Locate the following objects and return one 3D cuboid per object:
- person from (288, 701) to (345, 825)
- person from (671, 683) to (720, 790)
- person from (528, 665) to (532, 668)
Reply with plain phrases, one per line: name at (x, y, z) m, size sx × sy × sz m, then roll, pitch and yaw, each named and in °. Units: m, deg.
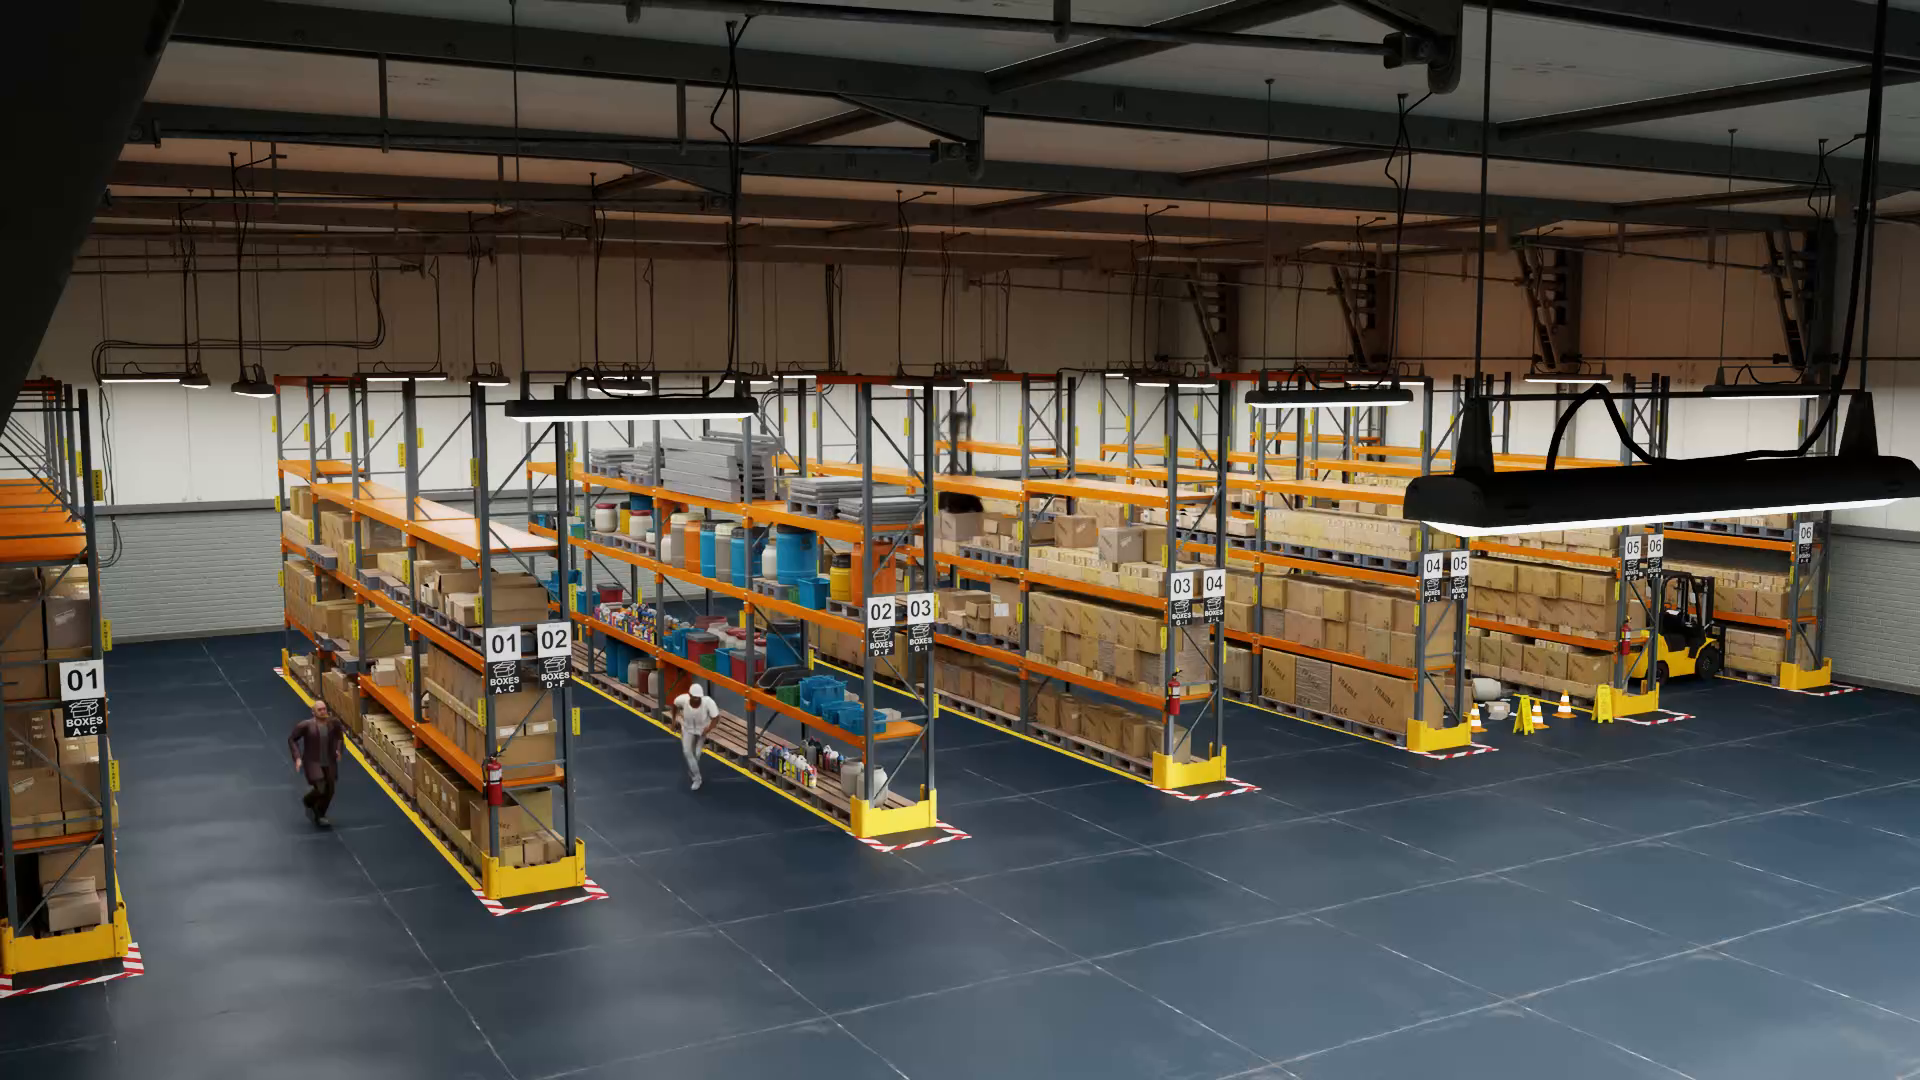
person at (-8.614, 3.019, 22.415) m, size 0.700 × 1.722 × 0.672 m, roll -6°, pitch 9°, yaw -44°
person at (-3.923, 2.834, 24.660) m, size 0.719 × 1.589 × 1.126 m, roll -1°, pitch 6°, yaw -8°
person at (-7.907, 2.285, 29.191) m, size 0.647 × 1.751 × 0.828 m, roll -5°, pitch 8°, yaw -40°
